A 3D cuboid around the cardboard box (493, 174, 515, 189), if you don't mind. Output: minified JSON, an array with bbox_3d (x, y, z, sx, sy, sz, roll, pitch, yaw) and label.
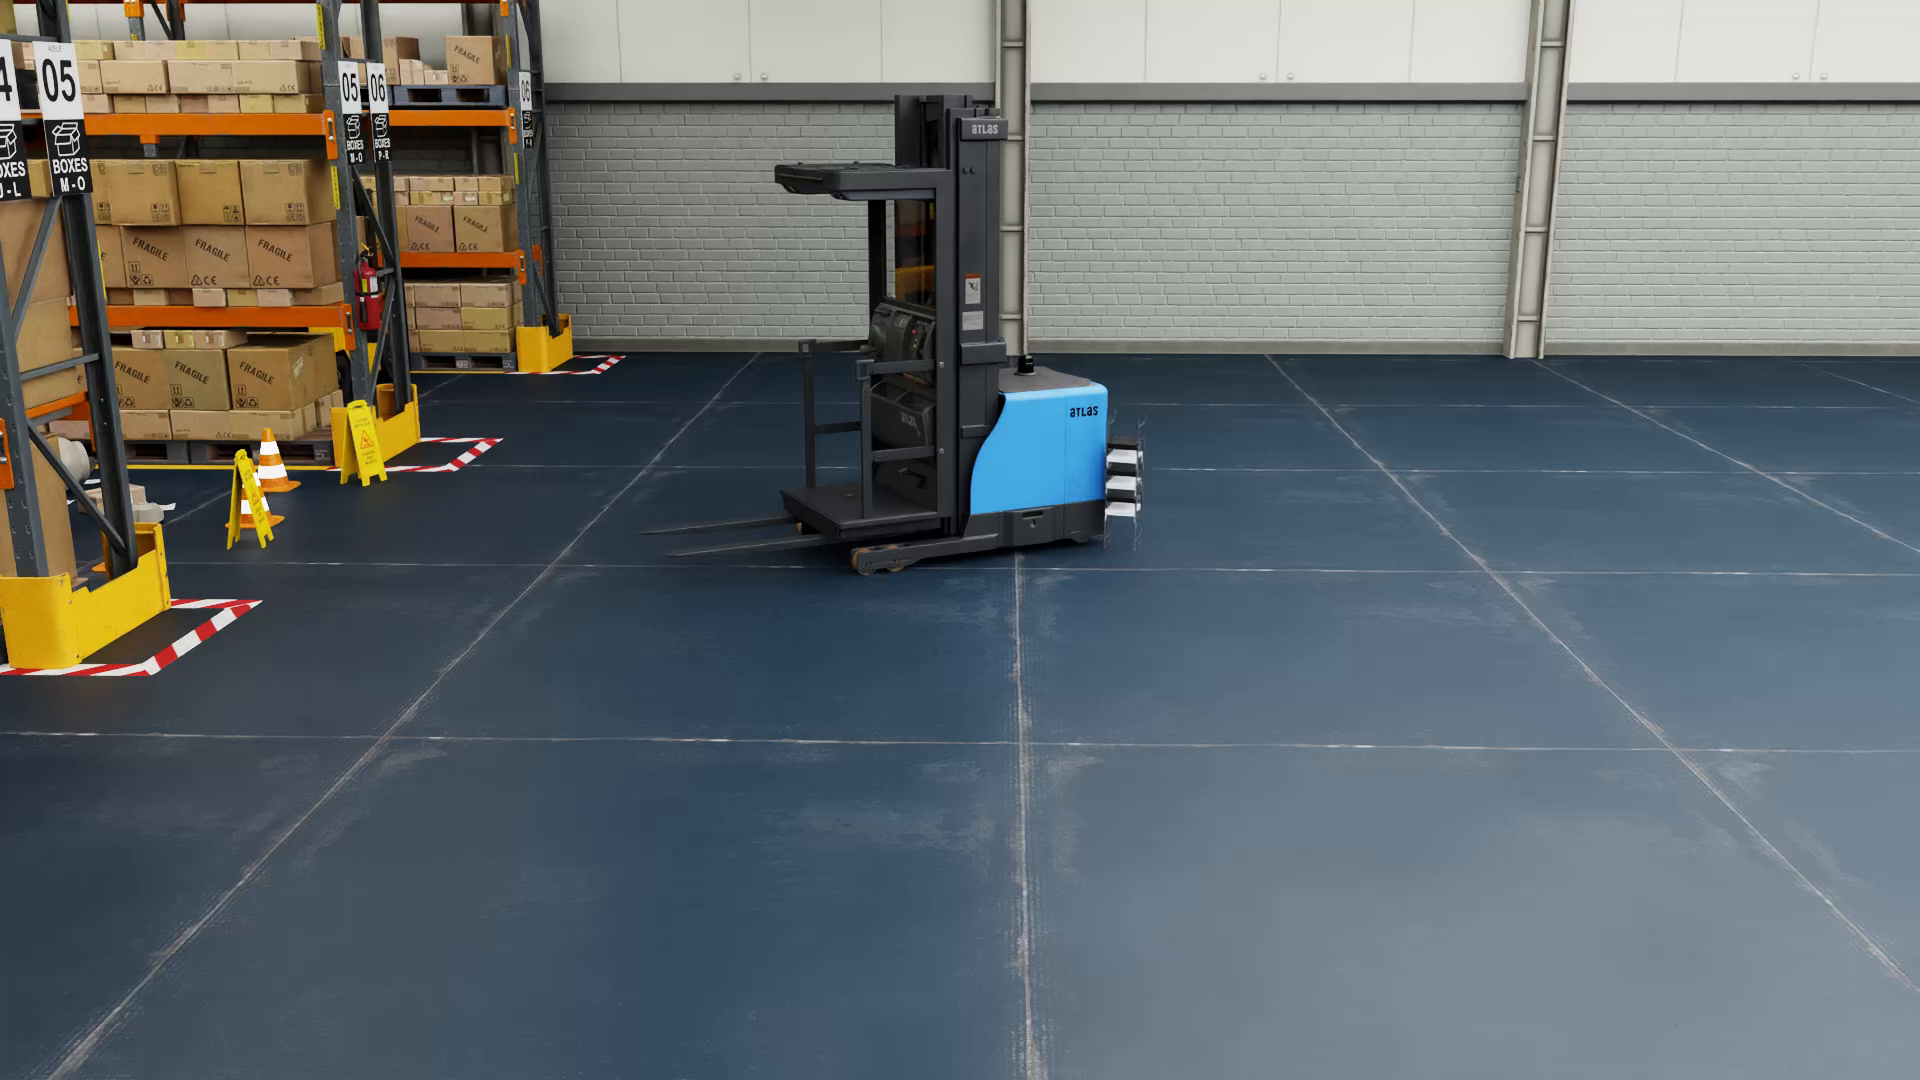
[{"bbox_3d":[-5.057,-4.010,18.610,0.250,0.149,0.380,0,15,0],"label":"cardboard box"}]

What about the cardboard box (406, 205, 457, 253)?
[{"bbox_3d":[-5.743,-3.438,18.296,0.500,0.500,0.500,1,15,3],"label":"cardboard box"}]

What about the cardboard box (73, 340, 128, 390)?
[{"bbox_3d":[-7.211,-1.367,13.739,0.500,0.500,0.500,1,15,4],"label":"cardboard box"}]

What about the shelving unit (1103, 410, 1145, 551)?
[{"bbox_3d":[1.095,-0.396,11.075,0.210,0.900,0.258,5,15,15],"label":"shelving unit"}]

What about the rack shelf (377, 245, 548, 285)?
[{"bbox_3d":[-6.726,-3.113,18.670,4.000,0.370,1.077,0,15,1],"label":"rack shelf"}]

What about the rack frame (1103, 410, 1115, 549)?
[{"bbox_3d":[0.997,-0.404,11.102,0.006,0.900,0.240,5,15,15],"label":"rack frame"}]

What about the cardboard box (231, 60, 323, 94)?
[{"bbox_3d":[-5.368,-3.638,13.081,0.500,0.250,0.500,0,15,1],"label":"cardboard box"}]

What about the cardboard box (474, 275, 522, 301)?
[{"bbox_3d":[-5.202,-2.856,18.893,0.500,0.250,0.500,0,15,1],"label":"cardboard box"}]

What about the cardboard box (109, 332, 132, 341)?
[{"bbox_3d":[-7.231,-1.503,14.253,0.500,0.500,0.500,1,15,4],"label":"cardboard box"}]

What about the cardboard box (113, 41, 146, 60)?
[{"bbox_3d":[-6.465,-3.858,13.134,0.250,0.149,0.380,0,15,0],"label":"cardboard box"}]

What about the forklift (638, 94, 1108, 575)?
[{"bbox_3d":[-0.561,-1.348,10.705,3.031,2.935,1.130,-7,16,-25],"label":"forklift"}]

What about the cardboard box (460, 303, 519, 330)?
[{"bbox_3d":[-5.221,-2.487,18.472,0.500,0.250,0.500,0,15,1],"label":"cardboard box"}]

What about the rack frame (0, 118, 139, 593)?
[{"bbox_3d":[-4.875,-0.919,8.943,0.127,3.000,1.000,0,15,1],"label":"rack frame"}]

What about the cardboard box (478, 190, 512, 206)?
[{"bbox_3d":[-5.080,-3.741,18.171,0.250,0.149,0.380,1,15,2],"label":"cardboard box"}]

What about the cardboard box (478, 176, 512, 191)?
[{"bbox_3d":[-5.090,-3.902,18.200,0.250,0.149,0.380,0,15,2],"label":"cardboard box"}]

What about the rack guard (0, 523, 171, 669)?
[{"bbox_3d":[-4.851,0.290,9.262,0.348,0.500,1.175,0,15,1],"label":"rack guard"}]

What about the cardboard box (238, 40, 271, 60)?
[{"bbox_3d":[-5.452,-3.835,13.045,0.250,0.149,0.380,1,15,2],"label":"cardboard box"}]

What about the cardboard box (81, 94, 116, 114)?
[{"bbox_3d":[-6.750,-3.441,13.113,0.250,0.149,0.380,0,15,1],"label":"cardboard box"}]

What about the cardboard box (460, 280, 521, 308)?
[{"bbox_3d":[-5.195,-2.728,18.408,0.500,0.250,0.500,1,15,3],"label":"cardboard box"}]

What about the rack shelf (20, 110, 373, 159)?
[{"bbox_3d":[-6.849,-3.298,13.489,4.000,0.370,1.077,0,15,1],"label":"rack shelf"}]

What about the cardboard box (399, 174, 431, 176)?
[{"bbox_3d":[-6.093,-4.020,18.644,0.250,0.149,0.380,1,15,3],"label":"cardboard box"}]

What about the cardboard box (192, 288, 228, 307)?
[{"bbox_3d":[-5.999,-1.983,13.468,0.250,0.149,0.380,1,15,2],"label":"cardboard box"}]

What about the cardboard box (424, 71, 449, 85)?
[{"bbox_3d":[-5.562,-4.956,17.838,0.250,0.149,0.380,0,15,0],"label":"cardboard box"}]

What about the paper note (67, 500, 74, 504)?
[{"bbox_3d":[-6.690,-0.283,12.376,0.142,0.019,0.148,6,16,21],"label":"paper note"}]

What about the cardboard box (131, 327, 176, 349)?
[{"bbox_3d":[-6.540,-1.660,13.578,0.250,0.149,0.380,1,15,4],"label":"cardboard box"}]

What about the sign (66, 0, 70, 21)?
[{"bbox_3d":[-4.855,-2.972,8.975,0.005,0.325,0.100,0,15,1],"label":"sign"}]

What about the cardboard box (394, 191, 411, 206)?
[{"bbox_3d":[-6.110,-3.746,18.192,0.250,0.149,0.380,0,15,0],"label":"cardboard box"}]

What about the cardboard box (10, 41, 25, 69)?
[{"bbox_3d":[-5.209,-2.583,8.845,0.250,0.149,0.380,0,15,2],"label":"cardboard box"}]

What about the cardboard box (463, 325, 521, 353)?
[{"bbox_3d":[-5.204,-2.244,18.532,0.500,0.250,0.500,0,15,2],"label":"cardboard box"}]

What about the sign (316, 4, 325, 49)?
[{"bbox_3d":[-4.883,-3.919,12.699,0.005,0.325,0.100,0,15,1],"label":"sign"}]

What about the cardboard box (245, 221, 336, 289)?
[{"bbox_3d":[-5.399,-2.307,13.427,0.500,0.500,0.500,0,15,0],"label":"cardboard box"}]

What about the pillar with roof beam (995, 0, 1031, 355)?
[{"bbox_3d":[0.489,-5.446,14.342,0.400,9.000,9.100,0,15,1],"label":"pillar with roof beam"}]

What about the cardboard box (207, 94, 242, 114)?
[{"bbox_3d":[-5.728,-3.446,13.132,0.250,0.149,0.380,1,15,3],"label":"cardboard box"}]

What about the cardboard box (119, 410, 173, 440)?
[{"bbox_3d":[-6.705,-1.000,13.815,0.500,0.250,0.500,0,15,-1],"label":"cardboard box"}]

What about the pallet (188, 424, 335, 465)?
[{"bbox_3d":[-5.736,-0.848,14.142,1.213,0.211,1.003,0,15,1],"label":"pallet"}]

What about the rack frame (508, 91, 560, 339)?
[{"bbox_3d":[-4.726,-3.448,18.528,0.127,3.000,1.000,0,15,1],"label":"rack frame"}]

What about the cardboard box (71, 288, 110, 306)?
[{"bbox_3d":[-7.010,-1.998,13.524,0.250,0.149,0.380,0,15,1],"label":"cardboard box"}]

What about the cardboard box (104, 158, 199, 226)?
[{"bbox_3d":[-6.384,-2.788,13.287,0.500,0.500,0.700,0,15,1],"label":"cardboard box"}]

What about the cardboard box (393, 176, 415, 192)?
[{"bbox_3d":[-6.110,-3.885,18.134,0.250,0.149,0.380,1,15,3],"label":"cardboard box"}]

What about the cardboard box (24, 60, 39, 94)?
[{"bbox_3d":[-7.399,-3.649,13.124,0.500,0.250,0.500,1,15,2],"label":"cardboard box"}]

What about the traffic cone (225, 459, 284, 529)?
[{"bbox_3d":[-5.001,-0.344,11.736,0.334,0.463,0.336,0,15,1],"label":"traffic cone"}]

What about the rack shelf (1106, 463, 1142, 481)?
[{"bbox_3d":[1.096,-0.451,11.061,0.200,0.077,0.258,5,15,15],"label":"rack shelf"}]

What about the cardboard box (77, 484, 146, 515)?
[{"bbox_3d":[-6.210,-0.297,12.174,0.250,0.149,0.380,9,17,30],"label":"cardboard box"}]

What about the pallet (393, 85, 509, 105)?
[{"bbox_3d":[-5.432,-4.867,18.200,1.213,0.211,1.003,0,15,1],"label":"pallet"}]

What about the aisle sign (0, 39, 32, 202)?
[{"bbox_3d":[-4.811,-2.099,8.320,0.004,0.787,0.394,0,15,1],"label":"aisle sign"}]
